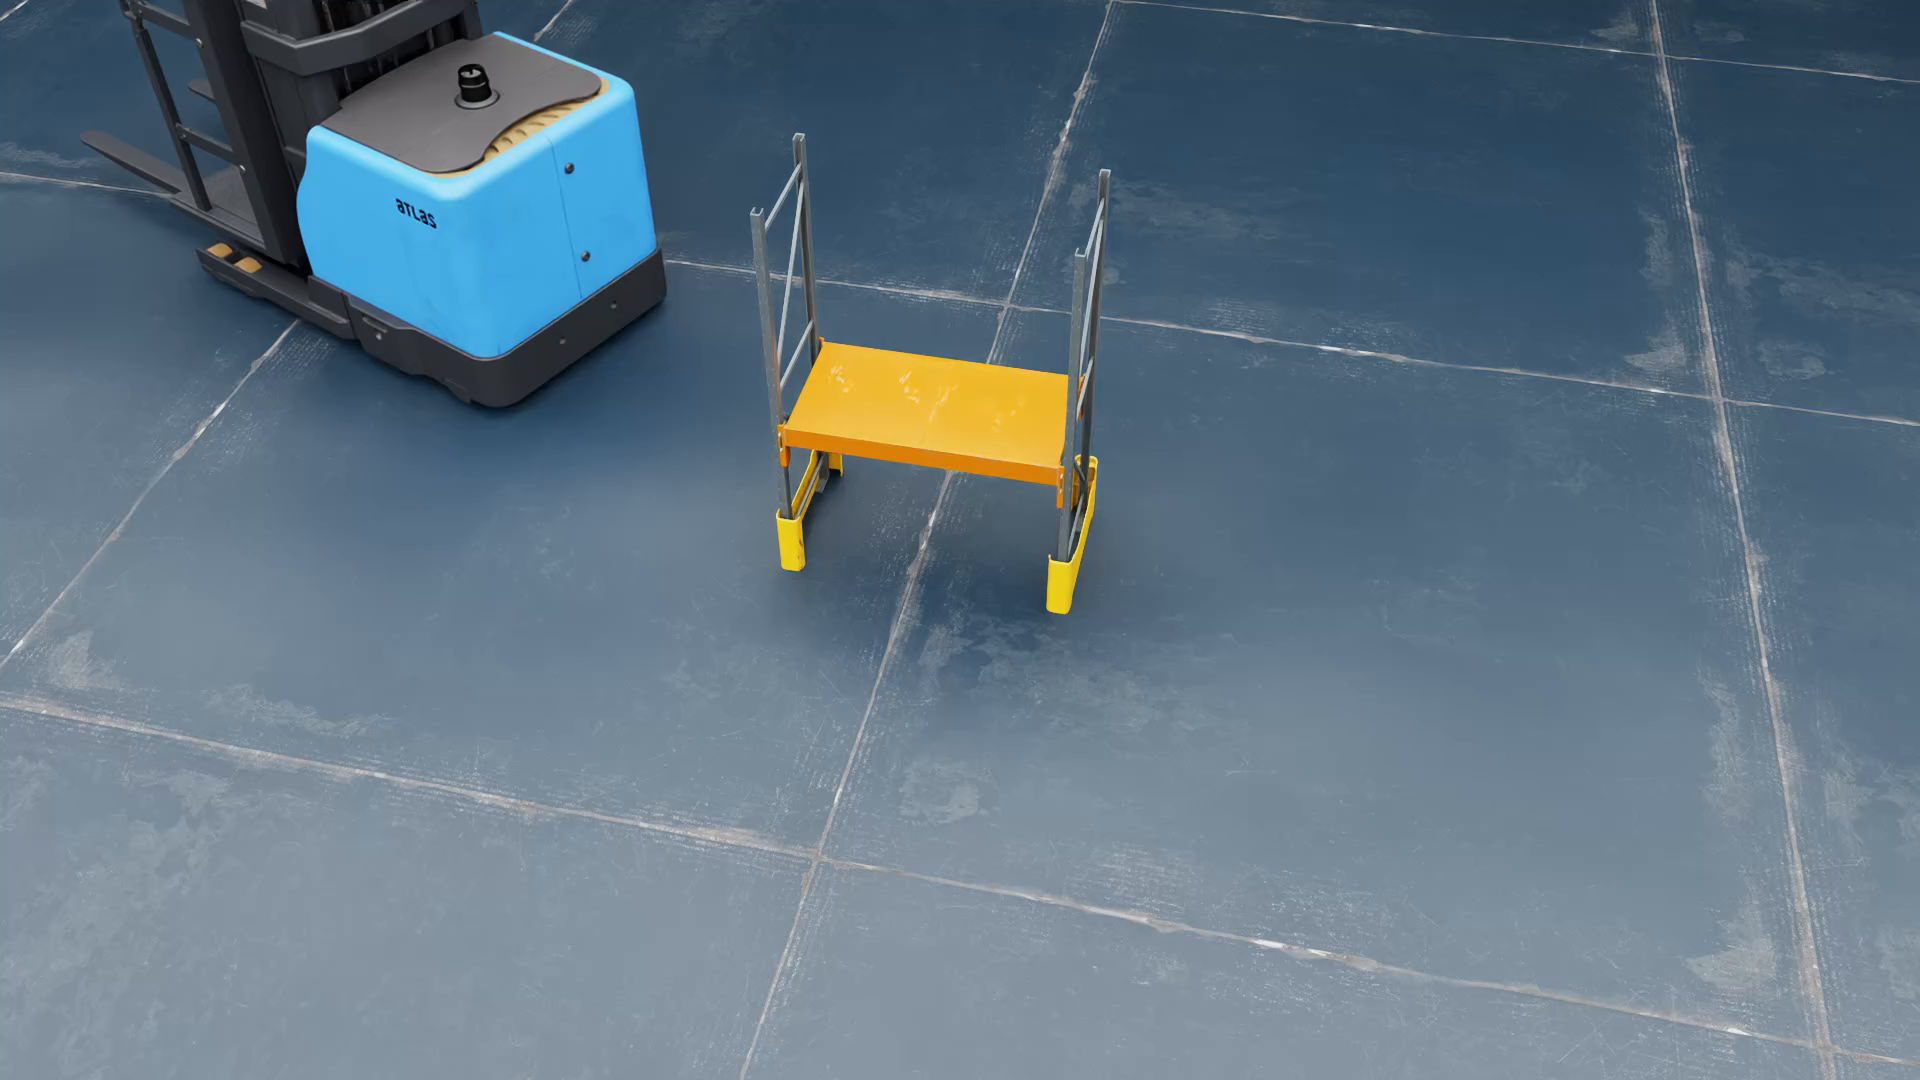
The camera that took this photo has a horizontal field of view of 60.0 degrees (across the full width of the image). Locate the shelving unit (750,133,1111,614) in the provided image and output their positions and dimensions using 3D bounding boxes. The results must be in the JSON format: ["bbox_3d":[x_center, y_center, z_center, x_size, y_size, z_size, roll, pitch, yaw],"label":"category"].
[{"bbox_3d":[-0.074,-0.552,5.742,1.083,1.500,0.587,9,45,9],"label":"shelving unit"}]

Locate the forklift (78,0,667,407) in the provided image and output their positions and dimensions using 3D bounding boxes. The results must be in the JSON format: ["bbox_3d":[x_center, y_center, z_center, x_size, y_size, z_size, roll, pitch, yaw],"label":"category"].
[{"bbox_3d":[-2.779,-2.411,6.641,3.031,2.935,1.130,26,50,24],"label":"forklift"}]

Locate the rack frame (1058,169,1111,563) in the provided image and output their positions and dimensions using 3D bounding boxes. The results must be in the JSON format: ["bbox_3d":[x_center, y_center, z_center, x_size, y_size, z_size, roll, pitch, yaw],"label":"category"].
[{"bbox_3d":[0.413,-0.476,5.663,0.032,1.500,0.500,9,45,9],"label":"rack frame"}]

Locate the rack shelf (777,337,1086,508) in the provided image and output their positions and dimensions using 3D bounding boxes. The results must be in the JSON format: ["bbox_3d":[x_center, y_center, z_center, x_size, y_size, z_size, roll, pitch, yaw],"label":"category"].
[{"bbox_3d":[-0.083,-0.424,5.868,1.000,0.185,0.538,9,45,9],"label":"rack shelf"}]

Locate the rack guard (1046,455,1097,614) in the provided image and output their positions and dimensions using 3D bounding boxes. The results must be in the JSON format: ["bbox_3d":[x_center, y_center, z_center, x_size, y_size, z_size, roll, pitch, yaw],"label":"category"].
[{"bbox_3d":[0.412,-0.026,6.097,0.087,0.250,0.587,9,45,9],"label":"rack guard"}]

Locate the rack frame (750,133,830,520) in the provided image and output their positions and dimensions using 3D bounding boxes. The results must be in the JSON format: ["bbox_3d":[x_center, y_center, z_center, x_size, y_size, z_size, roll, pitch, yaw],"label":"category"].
[{"bbox_3d":[-0.579,-0.630,5.823,0.032,1.500,0.500,9,45,9],"label":"rack frame"}]

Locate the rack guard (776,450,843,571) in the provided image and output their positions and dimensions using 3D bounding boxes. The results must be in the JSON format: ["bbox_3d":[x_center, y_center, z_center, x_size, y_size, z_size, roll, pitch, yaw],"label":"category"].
[{"bbox_3d":[-0.560,-0.177,6.254,0.087,0.250,0.587,9,45,9],"label":"rack guard"}]
